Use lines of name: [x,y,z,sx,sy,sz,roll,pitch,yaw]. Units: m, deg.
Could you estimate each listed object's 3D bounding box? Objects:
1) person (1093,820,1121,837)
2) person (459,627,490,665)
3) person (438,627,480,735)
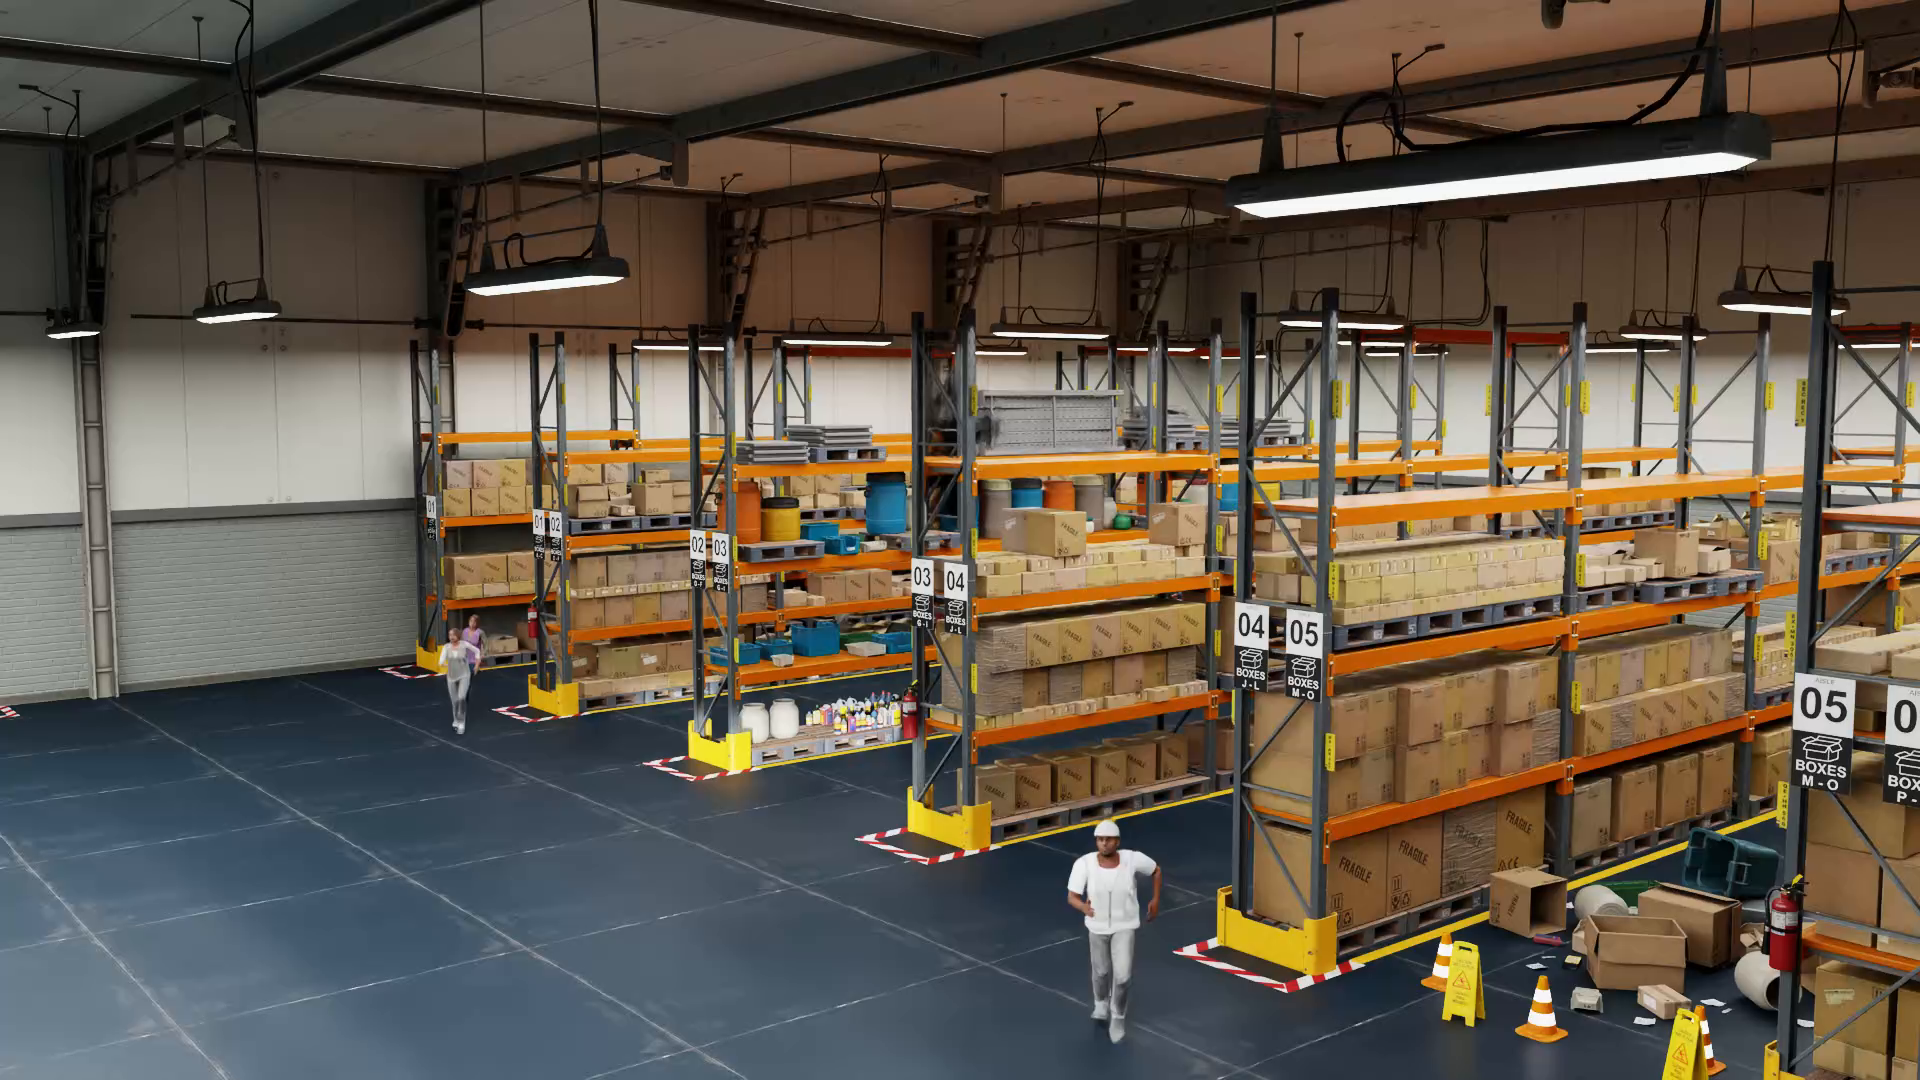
person: [1.153,2.280,13.022,0.211,0.167,0.288,1,5,12]
person: [-7.766,1.685,26.443,0.558,0.594,0.316,1,5,5]
person: [-7.440,2.081,24.714,0.549,1.596,0.814,0,5,-4]
